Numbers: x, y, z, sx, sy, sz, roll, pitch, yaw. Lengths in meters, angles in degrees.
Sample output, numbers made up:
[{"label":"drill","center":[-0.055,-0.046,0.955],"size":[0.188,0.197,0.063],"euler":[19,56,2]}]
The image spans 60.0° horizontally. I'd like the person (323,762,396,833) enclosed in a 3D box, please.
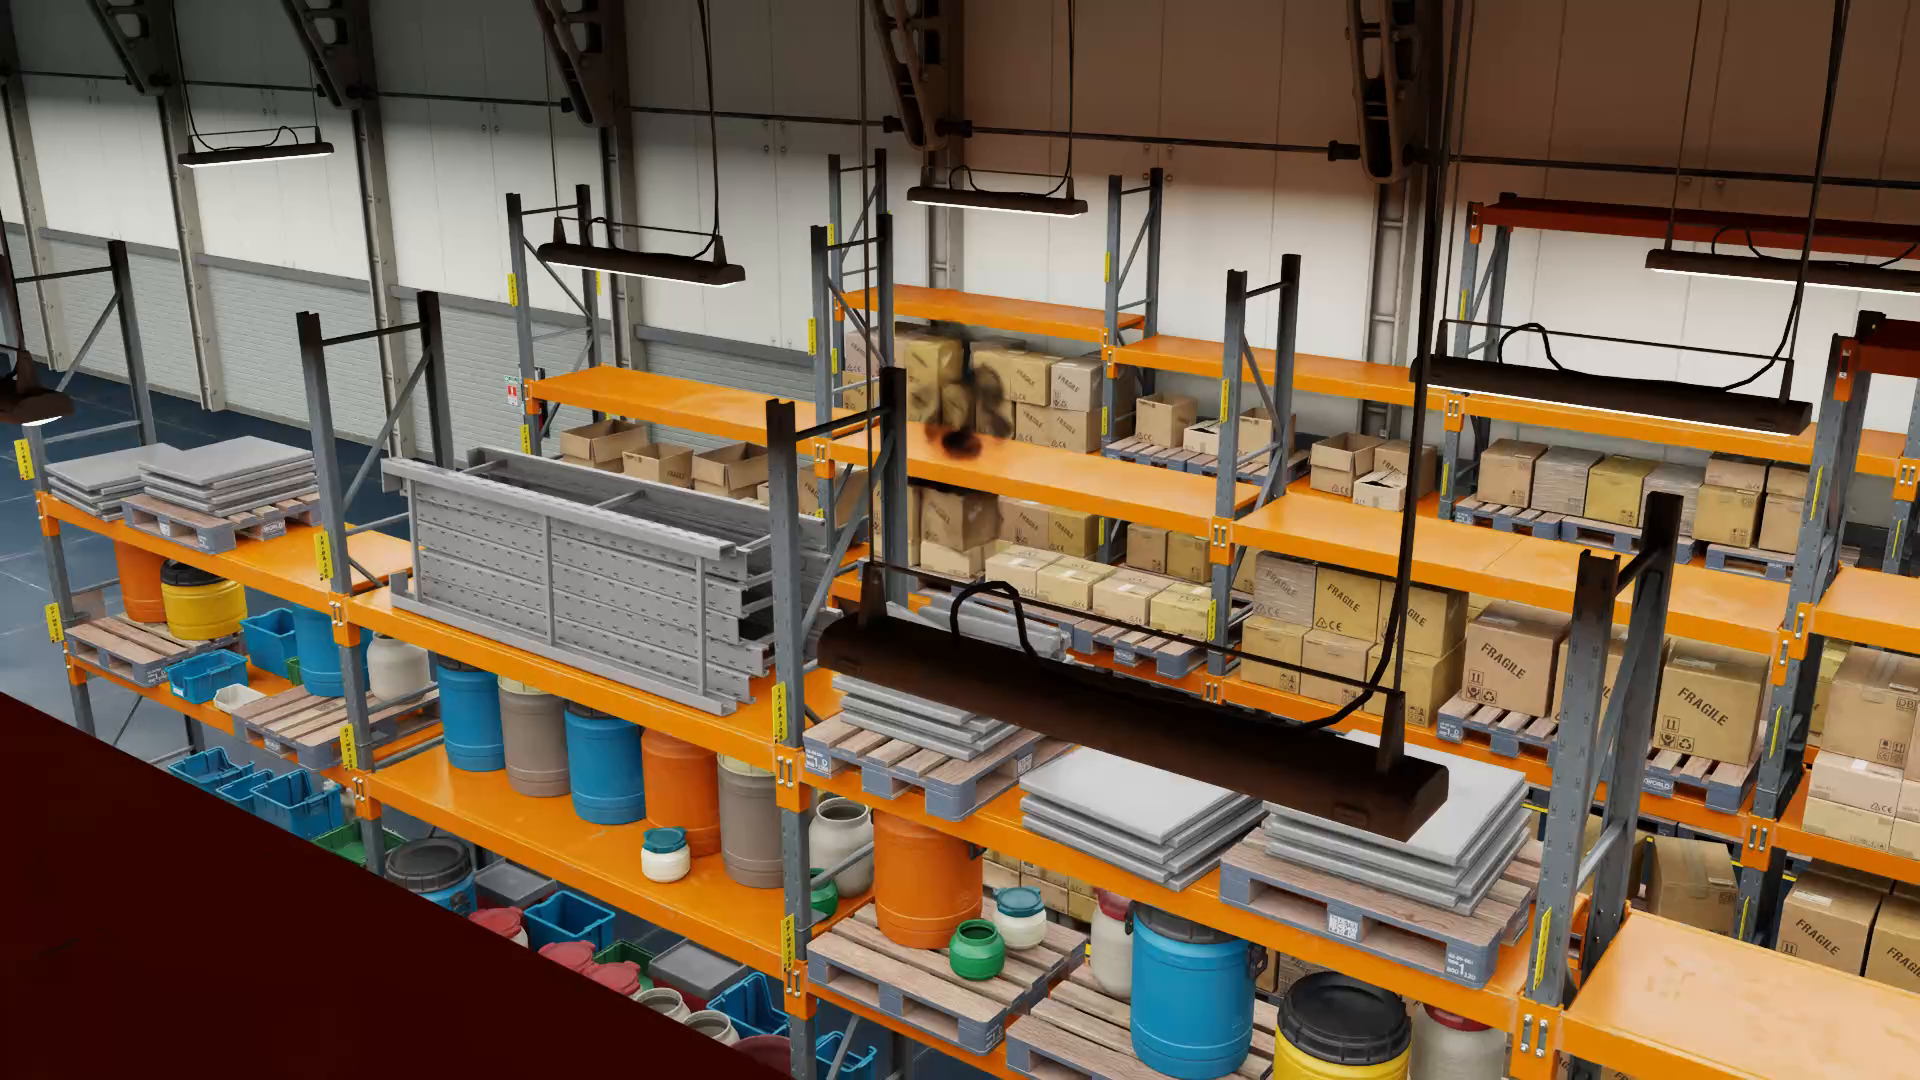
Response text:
[{"label":"person","center":[-5.534,2.358,15.336],"size":[0.594,1.732,0.684],"euler":[6,19,17]}]
